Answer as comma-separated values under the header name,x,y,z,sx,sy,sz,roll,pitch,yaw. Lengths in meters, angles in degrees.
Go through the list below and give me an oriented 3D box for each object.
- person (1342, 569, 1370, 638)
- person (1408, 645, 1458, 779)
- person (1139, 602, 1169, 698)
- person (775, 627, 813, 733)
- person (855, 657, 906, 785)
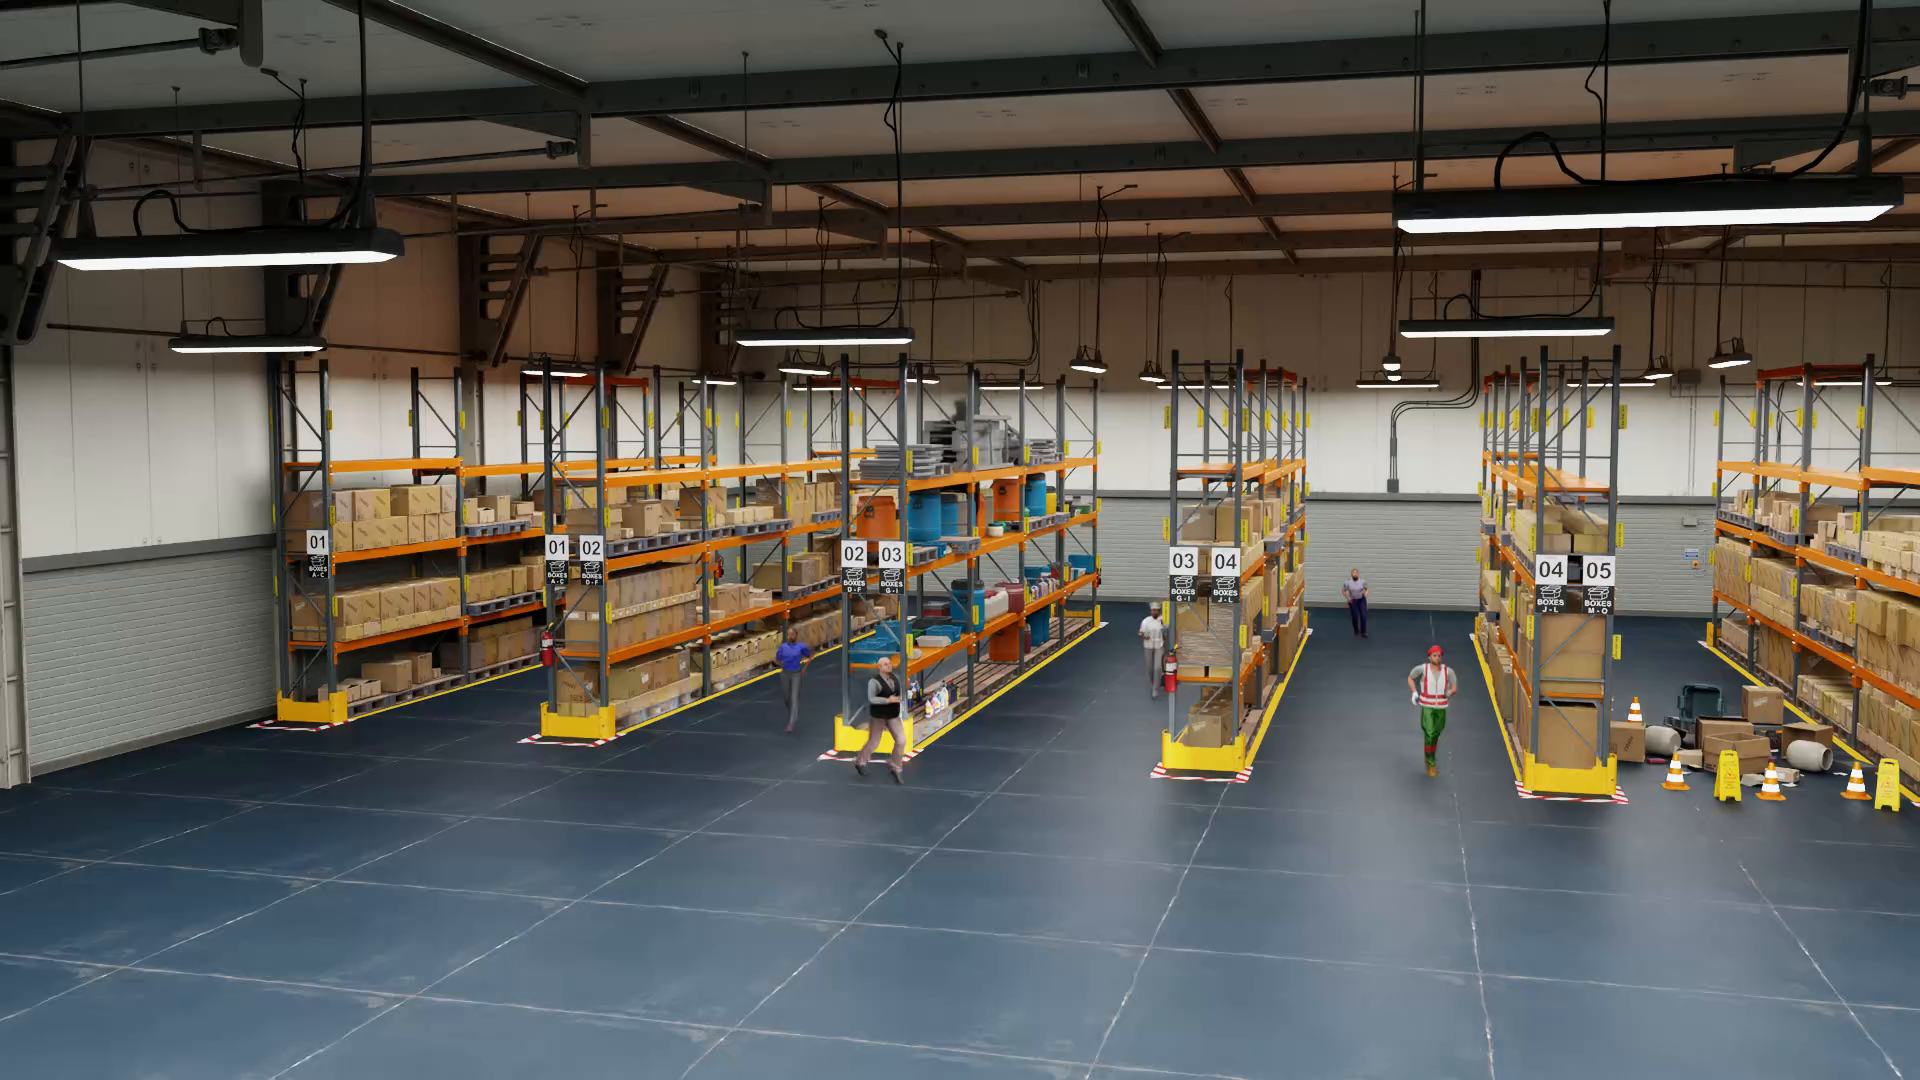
name,x,y,z,sx,sy,sz,roll,pitch,yaw
person,9.129,1.456,38.299,0.622,1.582,0.585,0,4,3
person,6.731,2.398,23.619,0.645,1.826,0.891,0,4,0
person,3.534,1.962,30.172,0.586,1.685,0.891,1,4,11
person,-2.702,2.230,26.775,0.583,1.631,0.915,1,4,9
person,-1.062,2.491,23.043,0.662,1.771,0.900,-3,5,-39
